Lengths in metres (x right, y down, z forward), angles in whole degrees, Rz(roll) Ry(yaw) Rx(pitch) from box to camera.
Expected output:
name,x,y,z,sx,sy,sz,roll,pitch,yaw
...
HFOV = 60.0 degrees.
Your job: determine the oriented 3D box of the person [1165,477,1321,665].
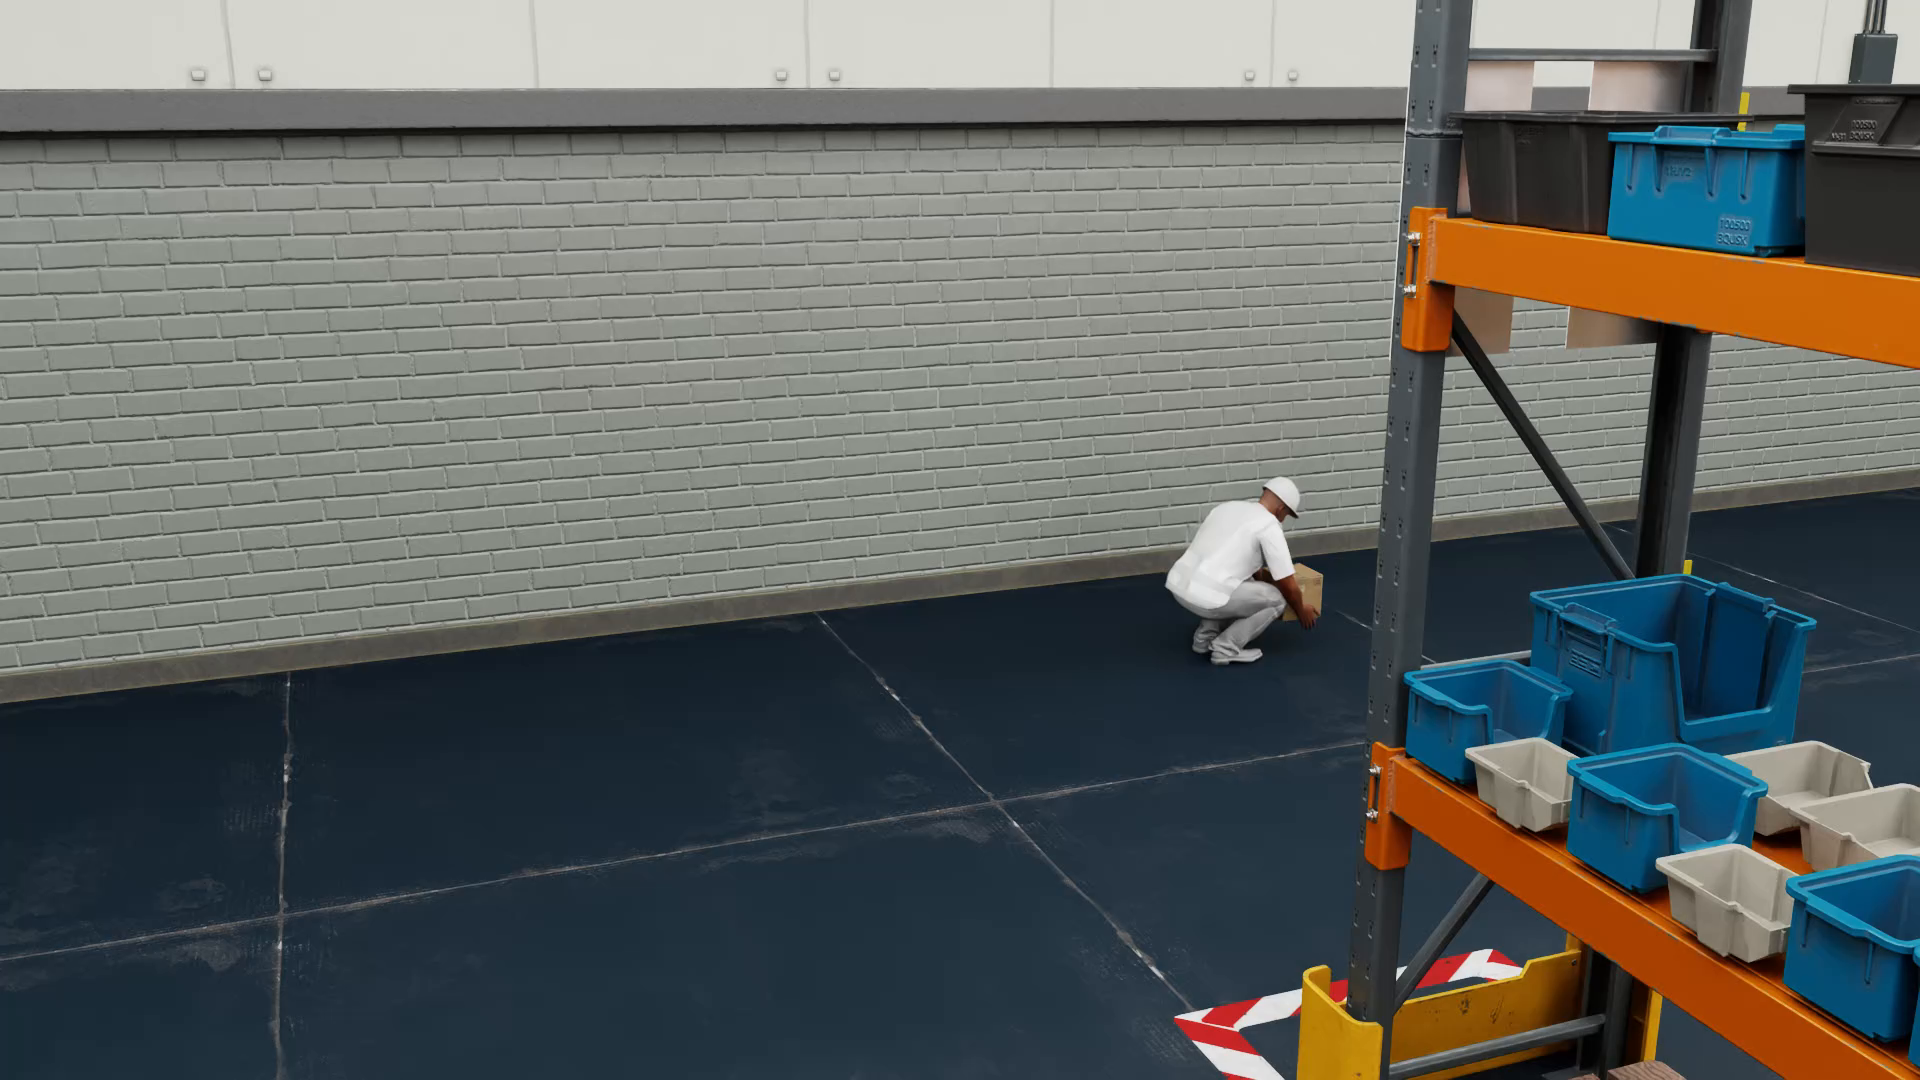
name,x,y,z,sx,sy,sz,roll,pitch,yaw
person,1.582,0.163,9.349,0.865,0.999,0.588,-6,17,-20
